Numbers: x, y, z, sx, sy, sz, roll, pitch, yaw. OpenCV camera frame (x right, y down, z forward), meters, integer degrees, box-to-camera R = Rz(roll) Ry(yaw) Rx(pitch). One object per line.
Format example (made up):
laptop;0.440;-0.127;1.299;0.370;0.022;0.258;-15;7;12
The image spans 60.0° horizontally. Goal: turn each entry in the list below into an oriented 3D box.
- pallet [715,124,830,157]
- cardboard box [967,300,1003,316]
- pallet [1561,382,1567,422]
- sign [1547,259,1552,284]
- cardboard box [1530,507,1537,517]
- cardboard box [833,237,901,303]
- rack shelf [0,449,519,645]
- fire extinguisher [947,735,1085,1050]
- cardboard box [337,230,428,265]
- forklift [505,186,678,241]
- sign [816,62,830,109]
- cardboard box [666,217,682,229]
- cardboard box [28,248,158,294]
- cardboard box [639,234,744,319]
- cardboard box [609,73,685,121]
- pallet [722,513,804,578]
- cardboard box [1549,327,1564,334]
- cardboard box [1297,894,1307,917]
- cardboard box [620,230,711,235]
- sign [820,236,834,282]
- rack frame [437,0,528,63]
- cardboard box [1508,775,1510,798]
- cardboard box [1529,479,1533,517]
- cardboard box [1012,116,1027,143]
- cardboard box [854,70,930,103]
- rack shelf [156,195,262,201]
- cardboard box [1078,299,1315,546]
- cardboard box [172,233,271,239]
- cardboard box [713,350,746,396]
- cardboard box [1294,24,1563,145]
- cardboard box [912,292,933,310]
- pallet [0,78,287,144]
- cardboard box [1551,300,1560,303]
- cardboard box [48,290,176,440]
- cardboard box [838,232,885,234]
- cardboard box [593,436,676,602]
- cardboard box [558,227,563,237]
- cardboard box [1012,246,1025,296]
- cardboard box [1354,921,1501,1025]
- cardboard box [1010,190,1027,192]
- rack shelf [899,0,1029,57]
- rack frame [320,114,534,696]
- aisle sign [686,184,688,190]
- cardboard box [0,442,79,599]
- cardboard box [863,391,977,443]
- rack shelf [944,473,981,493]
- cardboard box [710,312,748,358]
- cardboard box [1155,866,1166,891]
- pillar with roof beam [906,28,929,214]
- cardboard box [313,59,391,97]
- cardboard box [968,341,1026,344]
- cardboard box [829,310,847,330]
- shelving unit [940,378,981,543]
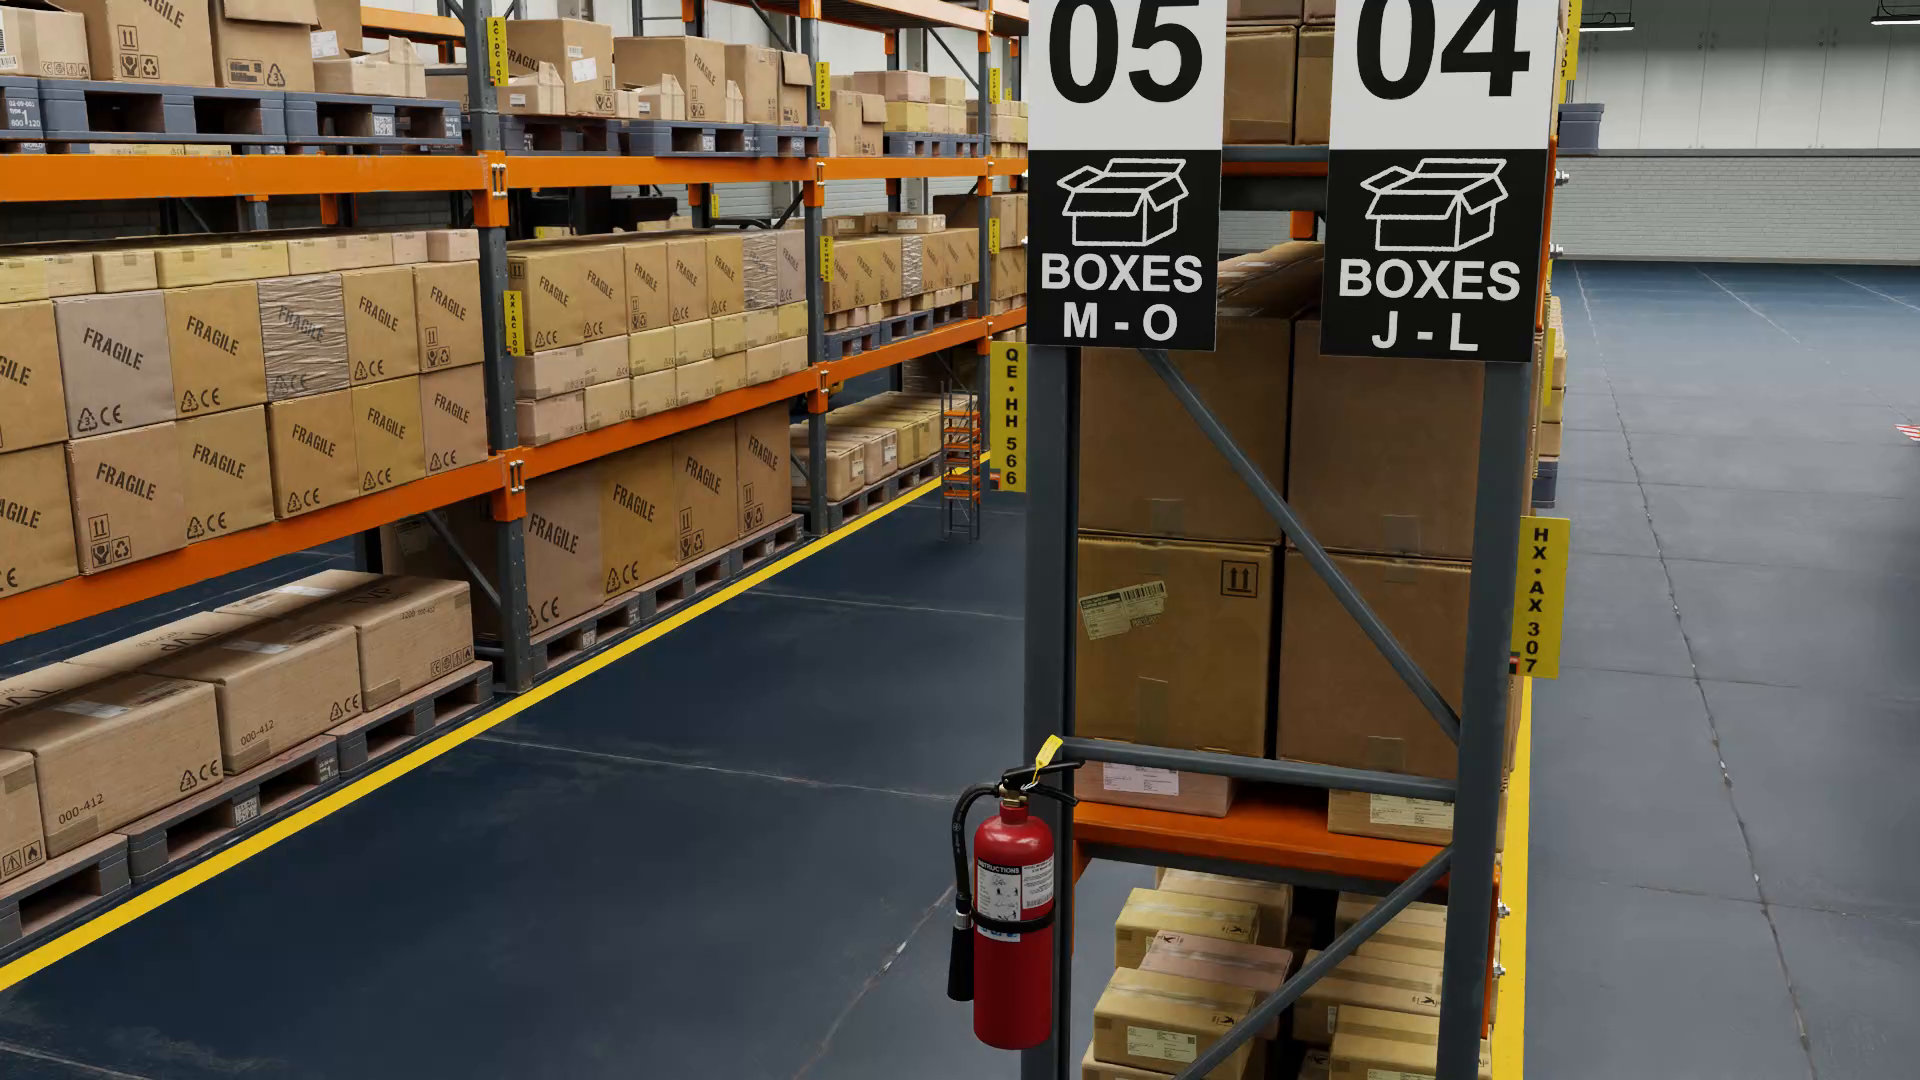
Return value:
pallet;-1.655;-2.753;11.490;1.213;0.211;1.003;5;14;21
cardboard box;0.203;-2.285;16.321;0.380;0.149;0.250;4;14;18
pallet;3.090;-0.935;10.276;1.213;0.211;1.003;4;14;18
sign;3.737;-1.675;10.663;0.100;0.325;0.005;4;14;18
cardboard box;3.502;-0.416;11.683;1.050;0.750;0.750;4;14;18
cardboard box;-0.804;-2.221;13.640;0.500;0.500;0.500;5;14;19
rack shelf;-3.438;0.092;6.959;1.077;0.370;4.000;4;14;18
fire extinguisher;0.113;0.737;3.529;0.296;0.674;0.183;4;14;18
cardboard box;-2.777;-1.396;7.936;0.380;0.149;0.250;5;14;20
forklift;-2.900;-1.669;13.216;1.130;2.935;3.031;5;14;19
sign;-0.974;-3.233;11.831;0.100;0.325;0.005;4;14;18
cardboard box;-3.632;-3.871;20.356;0.380;0.149;0.250;5;14;20
cardboard box;-3.274;-1.017;6.272;0.380;0.149;0.250;4;14;19
cardboard box;-1.741;-1.717;10.800;0.500;0.500;0.500;4;14;18
cardboard box;-1.868;-2.641;9.933;0.396;0.266;0.258;6;14;23
pallet;-1.823;-0.002;12.021;1.003;0.211;1.213;4;14;18
cardboard box;2.824;-0.986;8.350;0.380;0.149;0.250;4;14;18
cardboard box;0.957;1.279;5.606;0.380;0.149;0.250;5;14;19
cardboard box;-2.039;-1.867;11.453;0.500;0.500;0.500;4;14;19
sign;-0.970;-2.047;12.113;0.100;0.325;0.005;4;14;18
rack frame;-4.900;-5.645;16.999;1.000;3.000;0.127;4;14;18
cardboard box;1.979;0.901;6.596;0.380;0.149;0.250;4;13;16
cardboard box;1.868;-0.307;6.197;0.500;0.500;0.500;4;13;17
cardboard box;0.357;-4.080;16.552;0.500;0.250;0.500;4;14;18
cardboard box;-0.578;-3.854;14.161;0.500;0.250;0.500;5;14;19
rack shelf;-6.841;-2.569;11.877;1.077;0.370;4.000;4;14;18
cardboard box;0.544;-0.298;3.911;0.500;0.500;0.500;4;13;17
cardboard box;-3.387;-1.324;7.619;0.380;0.149;0.250;4;14;18
cardboard box;-1.743;-1.110;10.946;0.500;0.250;0.500;4;14;18
cardboard box;1.019;-0.968;3.582;0.500;0.250;0.500;5;14;20
cardboard box;-0.451;-2.104;14.587;0.380;0.149;0.250;4;14;18
pallet;-3.462;-1.671;6.527;1.003;0.211;1.213;4;14;18
cardboard box;3.412;-1.370;10.033;0.380;0.149;0.250;4;14;18
cardboard box;-3.340;-0.672;6.221;0.500;0.500;0.500;4;14;18
cardboard box;-0.960;-2.476;14.757;0.500;0.500;0.500;4;14;18
cardboard box;-2.381;-0.175;10.347;0.875;0.875;0.875;5;14;20
cardboard box;-4.534;-3.339;18.026;0.380;0.149;0.250;5;14;19
cardboard box;0.344;-2.738;16.848;0.500;0.500;0.500;4;14;18
cardboard box;1.301;1.197;4.630;0.380;0.149;0.250;4;14;18
cardboard box;0.962;-3.658;18.634;0.700;0.500;0.500;4;14;19
rack shelf;0.445;-5.357;17.362;1.077;0.370;4.000;4;14;18
rack frame;-2.791;-0.679;8.724;1.000;3.000;0.127;4;14;18
aisle sign;-3.307;-4.823;21.035;0.394;0.787;0.004;4;14;18
cardboard box;-3.521;-0.075;5.851;0.500;0.500;0.500;4;13;18
cardboard box;-0.370;-1.177;15.865;0.950;0.372;0.625;5;14;19
rack shelf;0.005;-0.428;12.404;0.258;0.103;0.180;4;14;18
cardboard box;-1.721;-1.355;10.895;0.500;0.250;0.500;4;13;17
cardboard box;0.840;1.040;5.315;0.380;0.149;0.250;5;14;20
pillar with roof beam;3.272;-8.622;30.042;9.100;9.000;0.400;4;14;18
cardboard box;-2.780;-2.060;7.426;0.380;0.149;0.250;5;14;20
cardboard box;0.406;-1.812;17.236;0.500;0.500;0.500;5;14;21
cardboard box;-1.092;-1.716;12.886;0.380;0.149;0.250;3;13;15
shelving unit;0.005;-0.588;12.368;0.258;1.200;0.189;4;14;18
